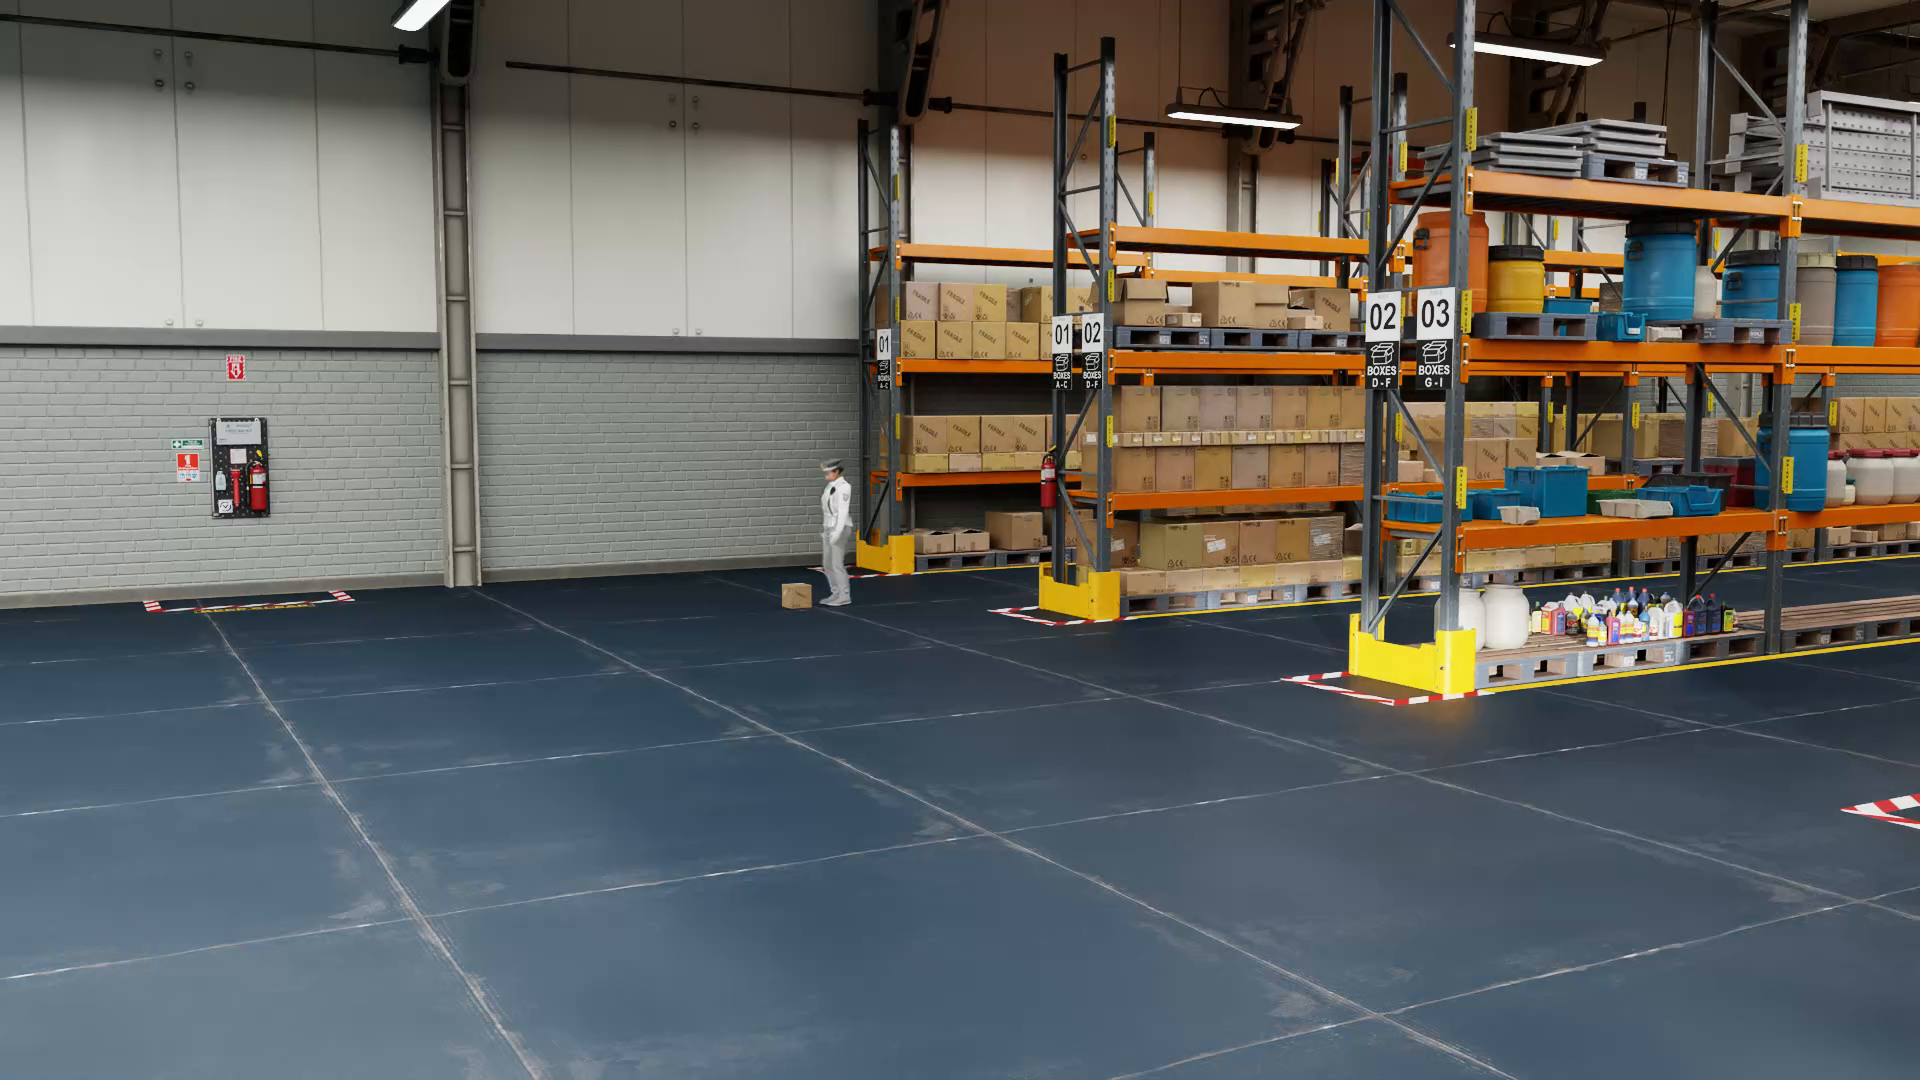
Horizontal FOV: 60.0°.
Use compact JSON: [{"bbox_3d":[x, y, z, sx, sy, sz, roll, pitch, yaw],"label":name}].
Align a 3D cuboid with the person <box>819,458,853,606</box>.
[{"bbox_3d":[-1.389,-0.090,18.621,0.366,1.655,0.482,-3,6,-27],"label":"person"}]
